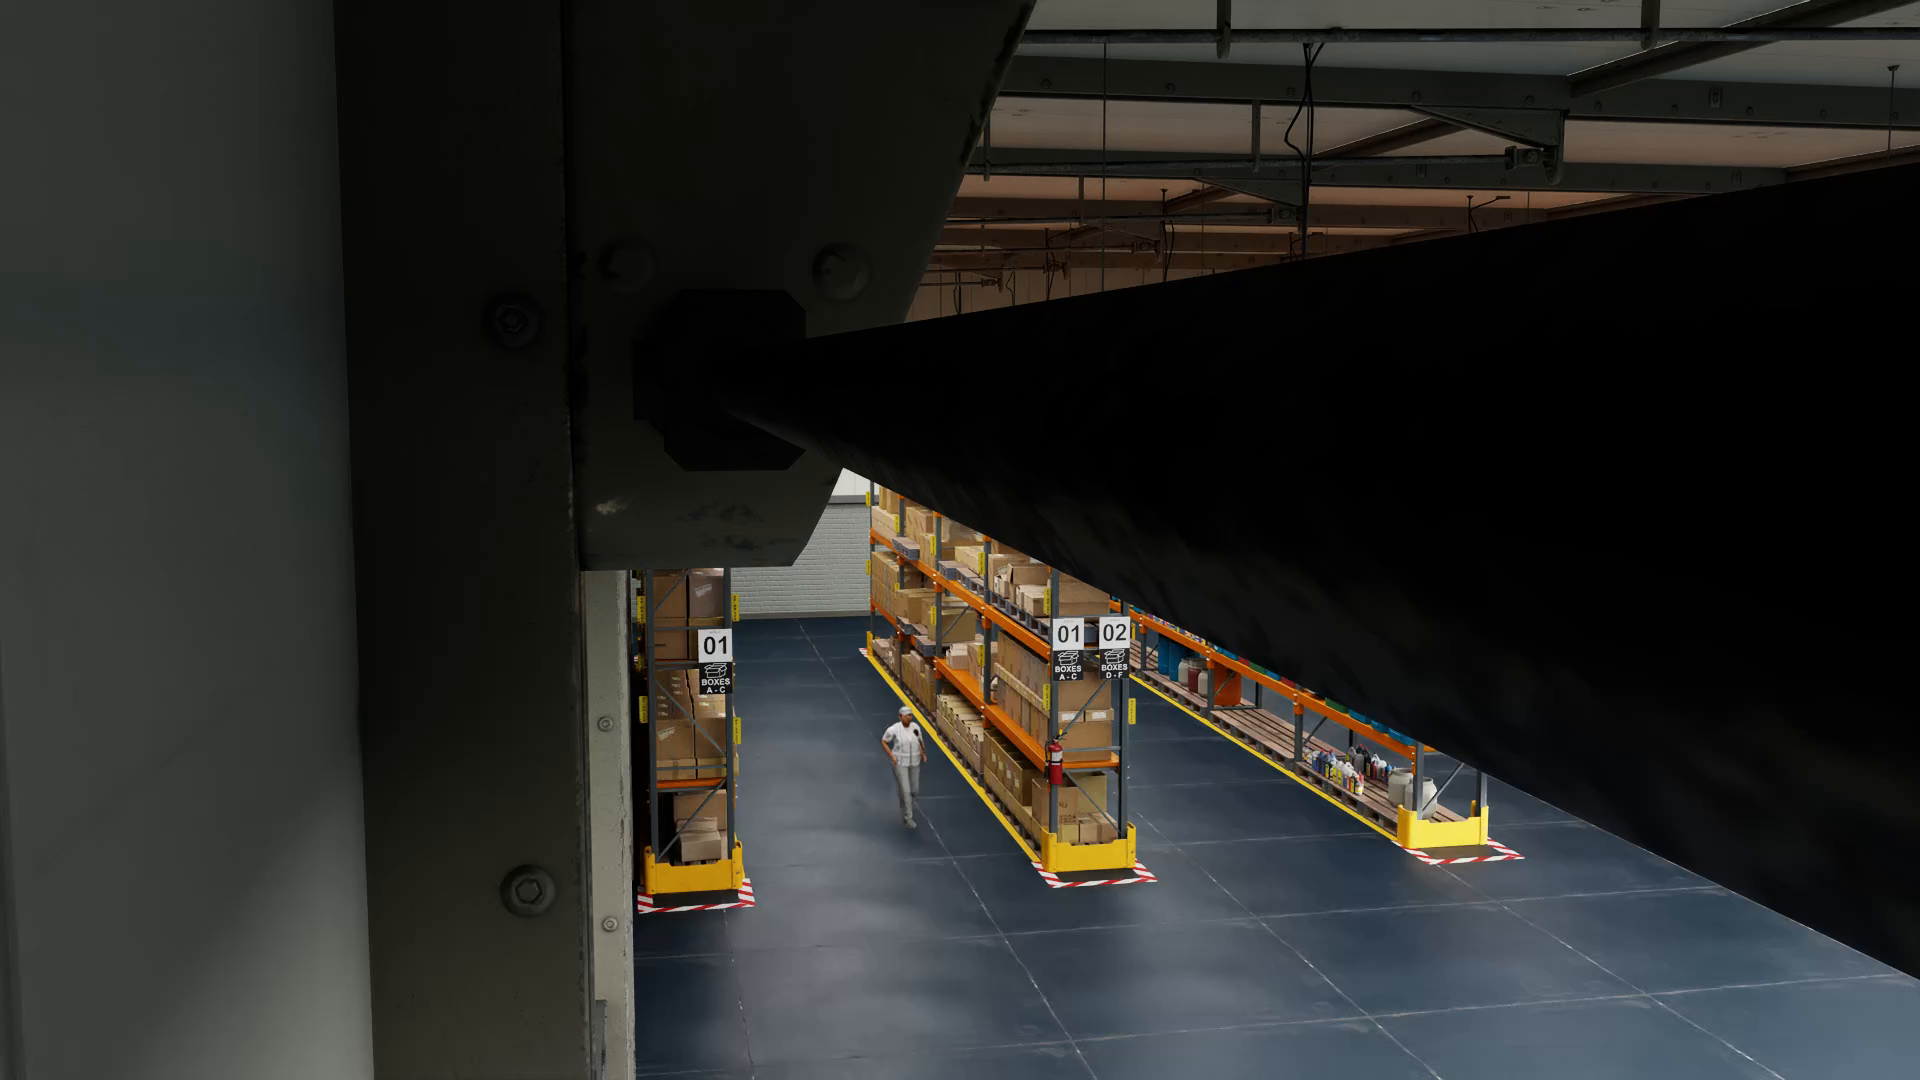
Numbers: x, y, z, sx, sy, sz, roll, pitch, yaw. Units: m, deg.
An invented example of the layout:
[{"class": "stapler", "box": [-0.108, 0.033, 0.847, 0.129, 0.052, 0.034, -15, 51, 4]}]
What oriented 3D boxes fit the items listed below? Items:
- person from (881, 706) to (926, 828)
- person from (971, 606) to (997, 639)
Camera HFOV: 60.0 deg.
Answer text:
[{"class": "person", "box": [-0.774, 3.121, 23.131, 0.607, 1.654, 0.766, -3, 7, -25]}, {"class": "person", "box": [0.599, 1.718, 35.989, 0.668, 1.743, 0.852, -3, 7, -25]}]
